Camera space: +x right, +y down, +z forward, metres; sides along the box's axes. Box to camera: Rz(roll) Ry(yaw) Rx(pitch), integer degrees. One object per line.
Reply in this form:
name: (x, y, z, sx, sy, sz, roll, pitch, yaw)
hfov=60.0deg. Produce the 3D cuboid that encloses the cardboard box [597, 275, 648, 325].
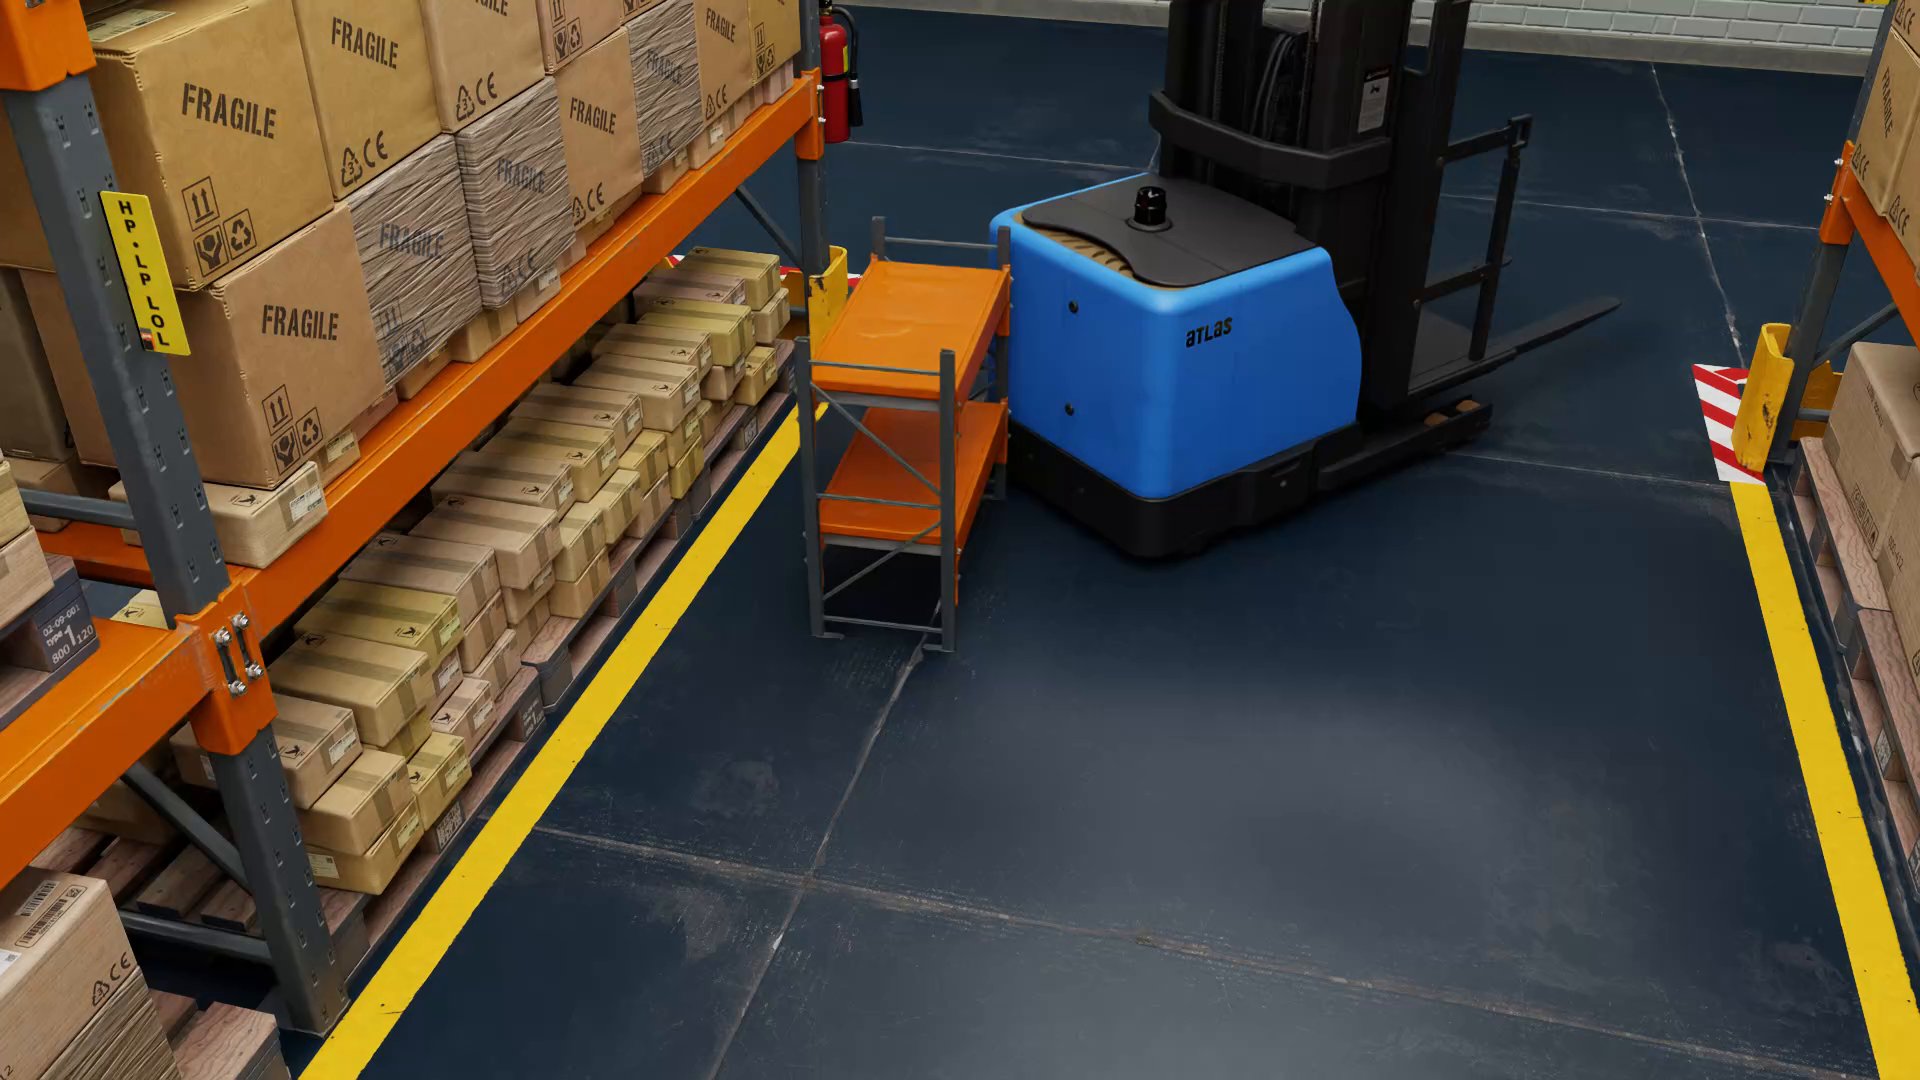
cardboard box: (-1.488, -1.005, 6.747, 0.380, 0.149, 0.250, 9, 33, 13)

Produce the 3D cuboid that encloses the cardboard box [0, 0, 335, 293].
cardboard box: (-1.738, -0.880, 3.536, 0.500, 0.500, 0.500, 9, 33, 14)

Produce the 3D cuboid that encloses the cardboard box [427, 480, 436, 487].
cardboard box: (-1.807, -0.200, 5.758, 0.380, 0.149, 0.250, 10, 34, 15)

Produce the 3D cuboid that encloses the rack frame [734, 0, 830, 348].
rack frame: (-1.073, -2.165, 6.860, 1.000, 3.000, 0.127, 8, 33, 12)

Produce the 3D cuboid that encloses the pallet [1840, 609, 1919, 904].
pallet: (3.302, 0.690, 4.968, 1.003, 0.211, 1.213, 8, 33, 12)

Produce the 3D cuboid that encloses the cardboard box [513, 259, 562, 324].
cardboard box: (-1.412, -0.776, 4.909, 0.380, 0.149, 0.250, 9, 34, 15)

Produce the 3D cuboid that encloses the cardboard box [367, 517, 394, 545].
cardboard box: (-2.046, -0.080, 5.291, 0.380, 0.149, 0.250, 6, 33, 10)

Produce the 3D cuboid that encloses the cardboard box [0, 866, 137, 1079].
cardboard box: (-2.032, 0.893, 3.289, 0.500, 0.250, 0.500, 7, 33, 11)

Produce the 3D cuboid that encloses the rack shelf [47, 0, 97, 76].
rack shelf: (-1.580, -2.090, 4.616, 1.077, 0.370, 4.000, 8, 33, 12)

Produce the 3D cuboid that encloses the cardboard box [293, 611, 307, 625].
cardboard box: (-2.049, 0.204, 5.122, 0.380, 0.149, 0.250, 8, 33, 13)

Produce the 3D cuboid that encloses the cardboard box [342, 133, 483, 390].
cardboard box: (-1.600, -0.738, 4.244, 0.500, 0.500, 0.500, 8, 33, 12)

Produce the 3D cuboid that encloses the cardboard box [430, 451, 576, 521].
cardboard box: (-1.479, -0.150, 5.401, 0.380, 0.149, 0.250, 7, 33, 10)

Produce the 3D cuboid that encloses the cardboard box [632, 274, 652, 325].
cardboard box: (-1.454, -1.028, 7.060, 0.380, 0.149, 0.250, 9, 34, 14)

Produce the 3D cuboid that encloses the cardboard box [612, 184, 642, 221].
cardboard box: (-1.294, -1.195, 5.568, 0.380, 0.149, 0.250, 7, 33, 10)

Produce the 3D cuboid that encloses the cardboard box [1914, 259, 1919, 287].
cardboard box: (3.093, -0.848, 4.695, 0.500, 0.500, 0.500, 8, 33, 12)

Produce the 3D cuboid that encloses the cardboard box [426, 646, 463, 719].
cardboard box: (-1.682, 0.391, 4.827, 0.380, 0.149, 0.250, 8, 33, 12)

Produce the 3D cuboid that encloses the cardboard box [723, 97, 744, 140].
cardboard box: (-1.031, -1.595, 6.198, 0.380, 0.149, 0.250, 8, 33, 12)

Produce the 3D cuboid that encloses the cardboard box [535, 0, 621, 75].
cardboard box: (-1.331, -1.675, 4.786, 0.500, 0.500, 0.500, 7, 33, 11)

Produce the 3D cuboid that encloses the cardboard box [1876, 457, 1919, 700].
cardboard box: (3.446, 0.193, 5.148, 0.875, 0.438, 0.875, 9, 34, 14)

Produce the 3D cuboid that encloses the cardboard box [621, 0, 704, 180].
cardboard box: (-1.193, -1.534, 5.496, 0.500, 0.500, 0.500, 8, 33, 13)

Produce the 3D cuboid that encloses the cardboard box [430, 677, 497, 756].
cardboard box: (-1.604, 0.517, 4.907, 0.380, 0.149, 0.250, 8, 33, 12)

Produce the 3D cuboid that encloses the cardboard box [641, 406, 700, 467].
cardboard box: (-1.180, -0.412, 6.090, 0.380, 0.149, 0.250, 9, 33, 13)

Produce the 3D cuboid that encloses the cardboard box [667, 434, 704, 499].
cardboard box: (-1.177, -0.294, 6.183, 0.380, 0.149, 0.250, 7, 33, 10)

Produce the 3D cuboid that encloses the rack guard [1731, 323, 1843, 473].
rack guard: (3.747, -0.501, 6.572, 1.175, 0.500, 0.348, 8, 33, 12)

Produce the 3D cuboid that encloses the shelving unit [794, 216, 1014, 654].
shelving unit: (-0.165, -0.390, 5.815, 0.538, 1.125, 1.048, 6, 33, 9)

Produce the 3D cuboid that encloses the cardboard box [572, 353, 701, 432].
cardboard box: (-1.166, -0.534, 6.006, 0.380, 0.149, 0.250, 9, 34, 14)

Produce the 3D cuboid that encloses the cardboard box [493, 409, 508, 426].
cardboard box: (-1.849, -0.479, 5.919, 0.380, 0.149, 0.250, 9, 33, 13)

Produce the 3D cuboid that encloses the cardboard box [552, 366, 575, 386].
cardboard box: (-1.725, -0.636, 6.443, 0.380, 0.149, 0.250, 9, 34, 14)

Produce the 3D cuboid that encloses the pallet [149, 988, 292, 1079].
pallet: (-2.284, 1.492, 3.707, 1.003, 0.211, 1.213, 8, 33, 12)

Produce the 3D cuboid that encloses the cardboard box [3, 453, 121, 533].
cardboard box: (-2.242, -0.164, 3.945, 0.380, 0.149, 0.250, 8, 33, 12)

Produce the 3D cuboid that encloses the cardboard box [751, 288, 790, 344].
cardboard box: (-0.931, -0.952, 6.940, 0.380, 0.149, 0.250, 7, 33, 11)

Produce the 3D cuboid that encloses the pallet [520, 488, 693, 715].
pallet: (-1.644, 0.099, 5.898, 1.003, 0.211, 1.213, 8, 33, 12)

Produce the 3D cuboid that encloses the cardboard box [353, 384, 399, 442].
cardboard box: (-1.689, -0.376, 4.279, 0.380, 0.149, 0.250, 7, 33, 10)

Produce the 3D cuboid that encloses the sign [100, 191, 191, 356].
sign: (-1.550, -0.504, 3.168, 0.100, 0.325, 0.005, 8, 33, 12)

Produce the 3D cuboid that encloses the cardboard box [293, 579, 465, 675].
cardboard box: (-1.656, 0.262, 4.753, 0.380, 0.149, 0.250, 8, 33, 12)

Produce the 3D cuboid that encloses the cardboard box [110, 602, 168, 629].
cardboard box: (-2.223, 0.327, 4.651, 0.380, 0.149, 0.250, 8, 33, 13)

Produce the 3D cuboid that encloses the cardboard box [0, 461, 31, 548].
cardboard box: (-1.998, -0.053, 3.103, 0.380, 0.149, 0.250, 9, 34, 14)

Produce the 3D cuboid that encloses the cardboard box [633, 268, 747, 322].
cardboard box: (-1.081, -0.959, 6.673, 0.380, 0.149, 0.250, 9, 33, 13)

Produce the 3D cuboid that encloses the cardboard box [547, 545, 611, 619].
cardboard box: (-1.395, 0.112, 5.543, 0.380, 0.149, 0.250, 7, 33, 11)

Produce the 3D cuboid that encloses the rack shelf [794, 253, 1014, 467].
rack shelf: (-0.165, -0.637, 5.658, 0.538, 0.278, 1.000, 6, 33, 9)

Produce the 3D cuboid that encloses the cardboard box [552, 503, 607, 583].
cardboard box: (-1.393, -0.010, 5.459, 0.380, 0.149, 0.250, 8, 33, 12)

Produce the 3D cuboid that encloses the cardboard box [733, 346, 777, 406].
cardboard box: (-0.972, -0.691, 6.806, 0.380, 0.149, 0.250, 9, 34, 14)

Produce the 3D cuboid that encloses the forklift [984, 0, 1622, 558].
forklift: (1.583, -1.795, 6.342, 3.031, 2.935, 1.130, -21, 38, -30)

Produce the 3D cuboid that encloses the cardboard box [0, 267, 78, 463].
cardboard box: (-2.239, -0.547, 3.943, 0.500, 0.500, 0.500, 8, 33, 12)
